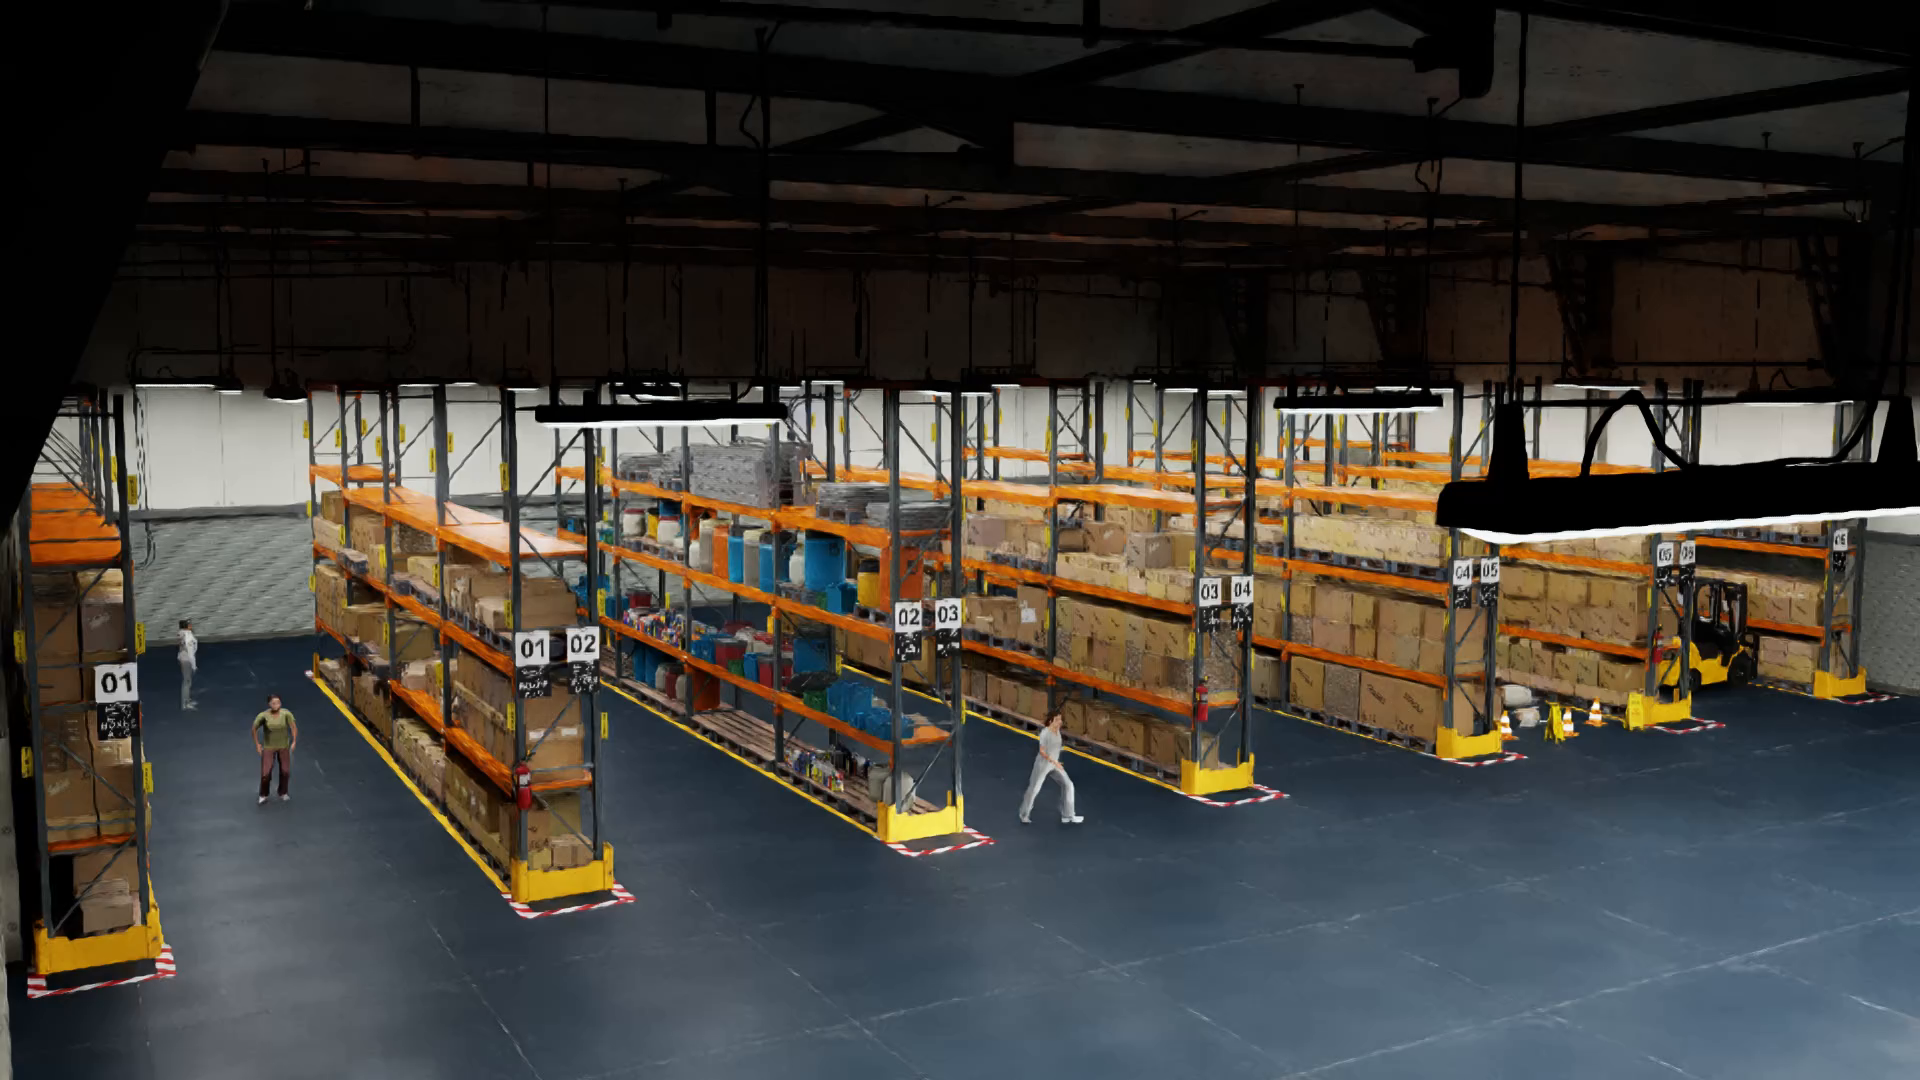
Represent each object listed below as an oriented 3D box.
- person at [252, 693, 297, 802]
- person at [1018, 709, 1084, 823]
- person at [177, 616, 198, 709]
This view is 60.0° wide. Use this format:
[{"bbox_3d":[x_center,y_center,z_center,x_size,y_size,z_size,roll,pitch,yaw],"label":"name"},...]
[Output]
[{"bbox_3d":[-9.875,2.987,23.976,0.598,1.617,0.503,-4,7,-30],"label":"person"},{"bbox_3d":[1.215,3.095,22.852,0.811,1.604,0.604,6,8,43],"label":"person"},{"bbox_3d":[-14.185,2.233,30.542,0.365,1.686,0.603,-5,8,-38],"label":"person"}]
